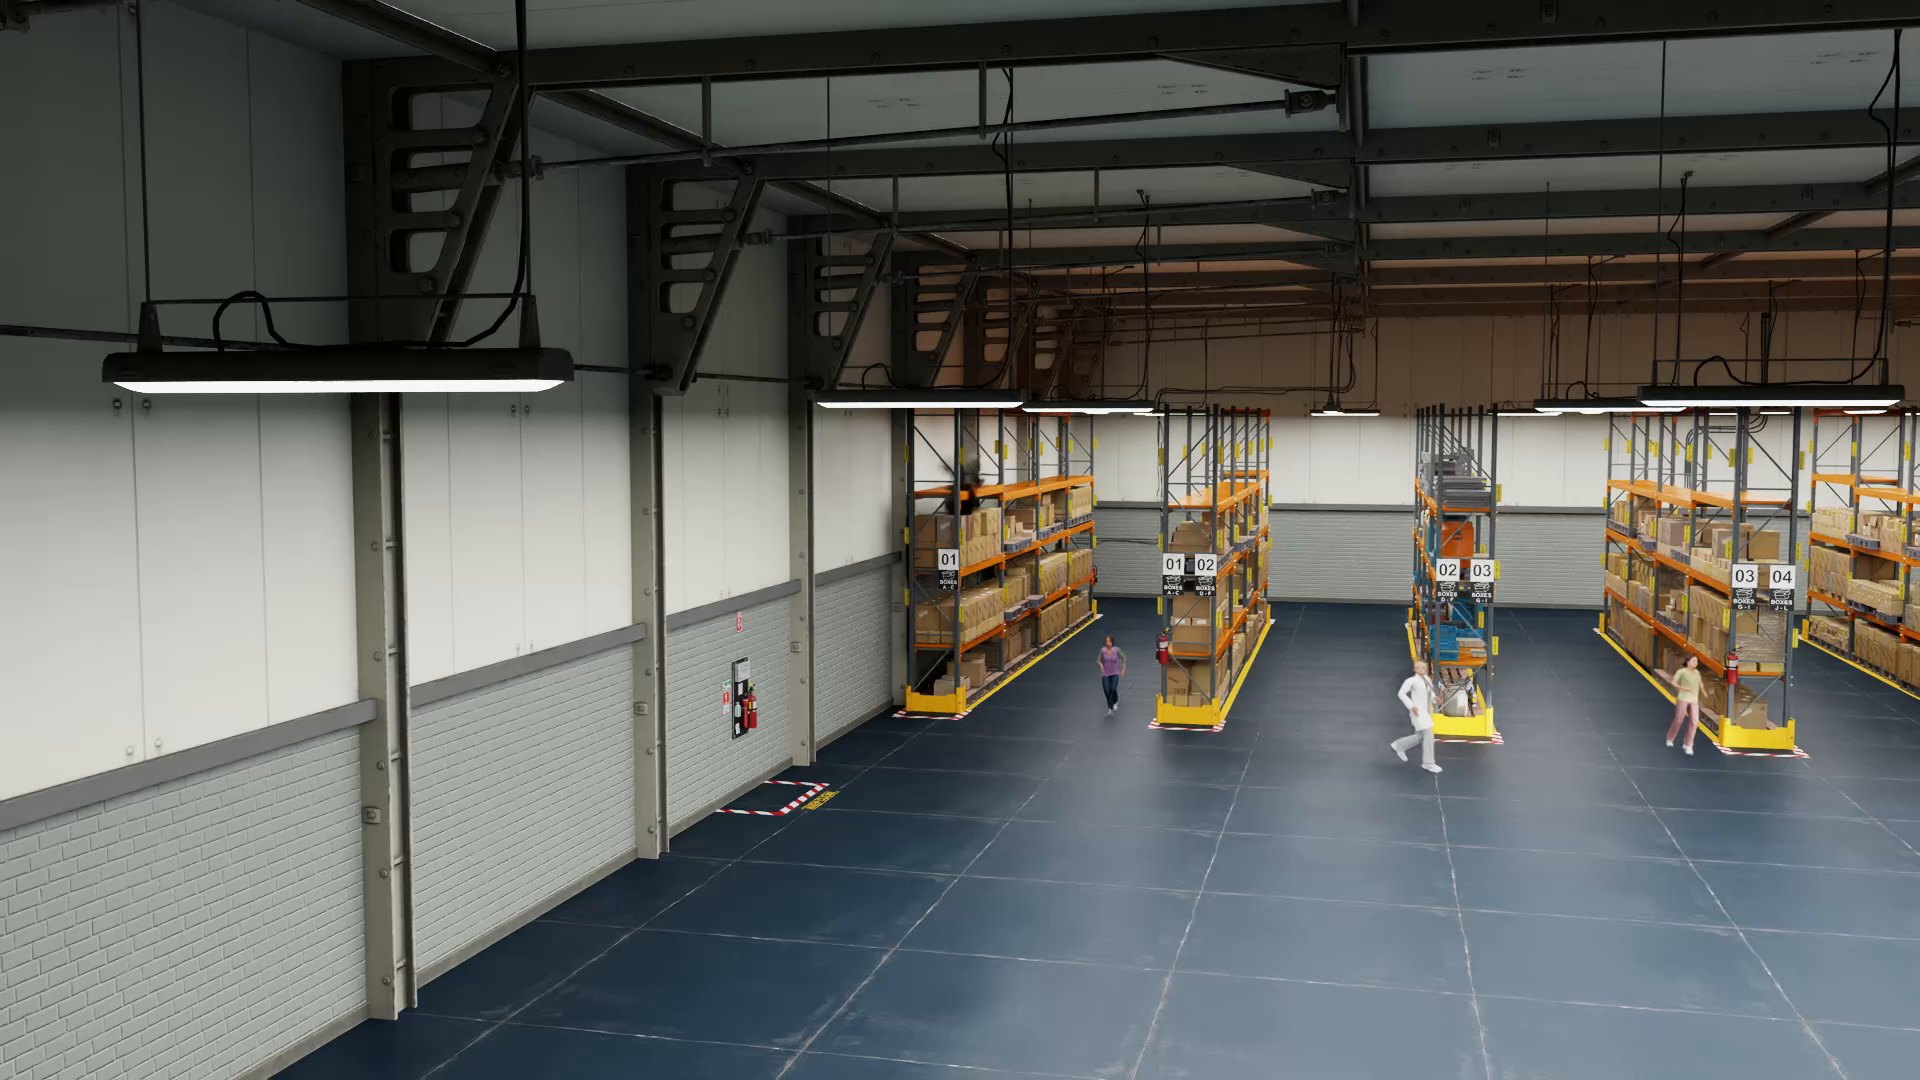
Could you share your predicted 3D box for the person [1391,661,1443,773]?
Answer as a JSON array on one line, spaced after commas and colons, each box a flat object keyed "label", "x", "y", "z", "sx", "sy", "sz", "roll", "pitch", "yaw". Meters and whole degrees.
[{"label": "person", "x": 7.507, "y": 2.861, "z": 27.235, "sx": 0.928, "sy": 1.784, "sz": 0.699, "roll": 4, "pitch": 6, "yaw": 43}]

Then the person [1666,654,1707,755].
[{"label": "person", "x": 12.586, "y": 2.800, "z": 28.680, "sx": 0.636, "sy": 1.681, "sz": 0.765, "roll": 0, "pitch": 4, "yaw": -5}]

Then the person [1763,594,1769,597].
[{"label": "person", "x": 20.482, "y": 1.921, "z": 42.114, "sx": 0.569, "sy": 1.563, "sz": 0.937, "roll": 2, "pitch": 5, "yaw": 24}]

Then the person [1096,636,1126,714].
[{"label": "person", "x": 2.903, "y": 2.615, "z": 32.040, "sx": 0.556, "sy": 1.547, "sz": 0.651, "roll": 1, "pitch": 4, "yaw": 15}]
